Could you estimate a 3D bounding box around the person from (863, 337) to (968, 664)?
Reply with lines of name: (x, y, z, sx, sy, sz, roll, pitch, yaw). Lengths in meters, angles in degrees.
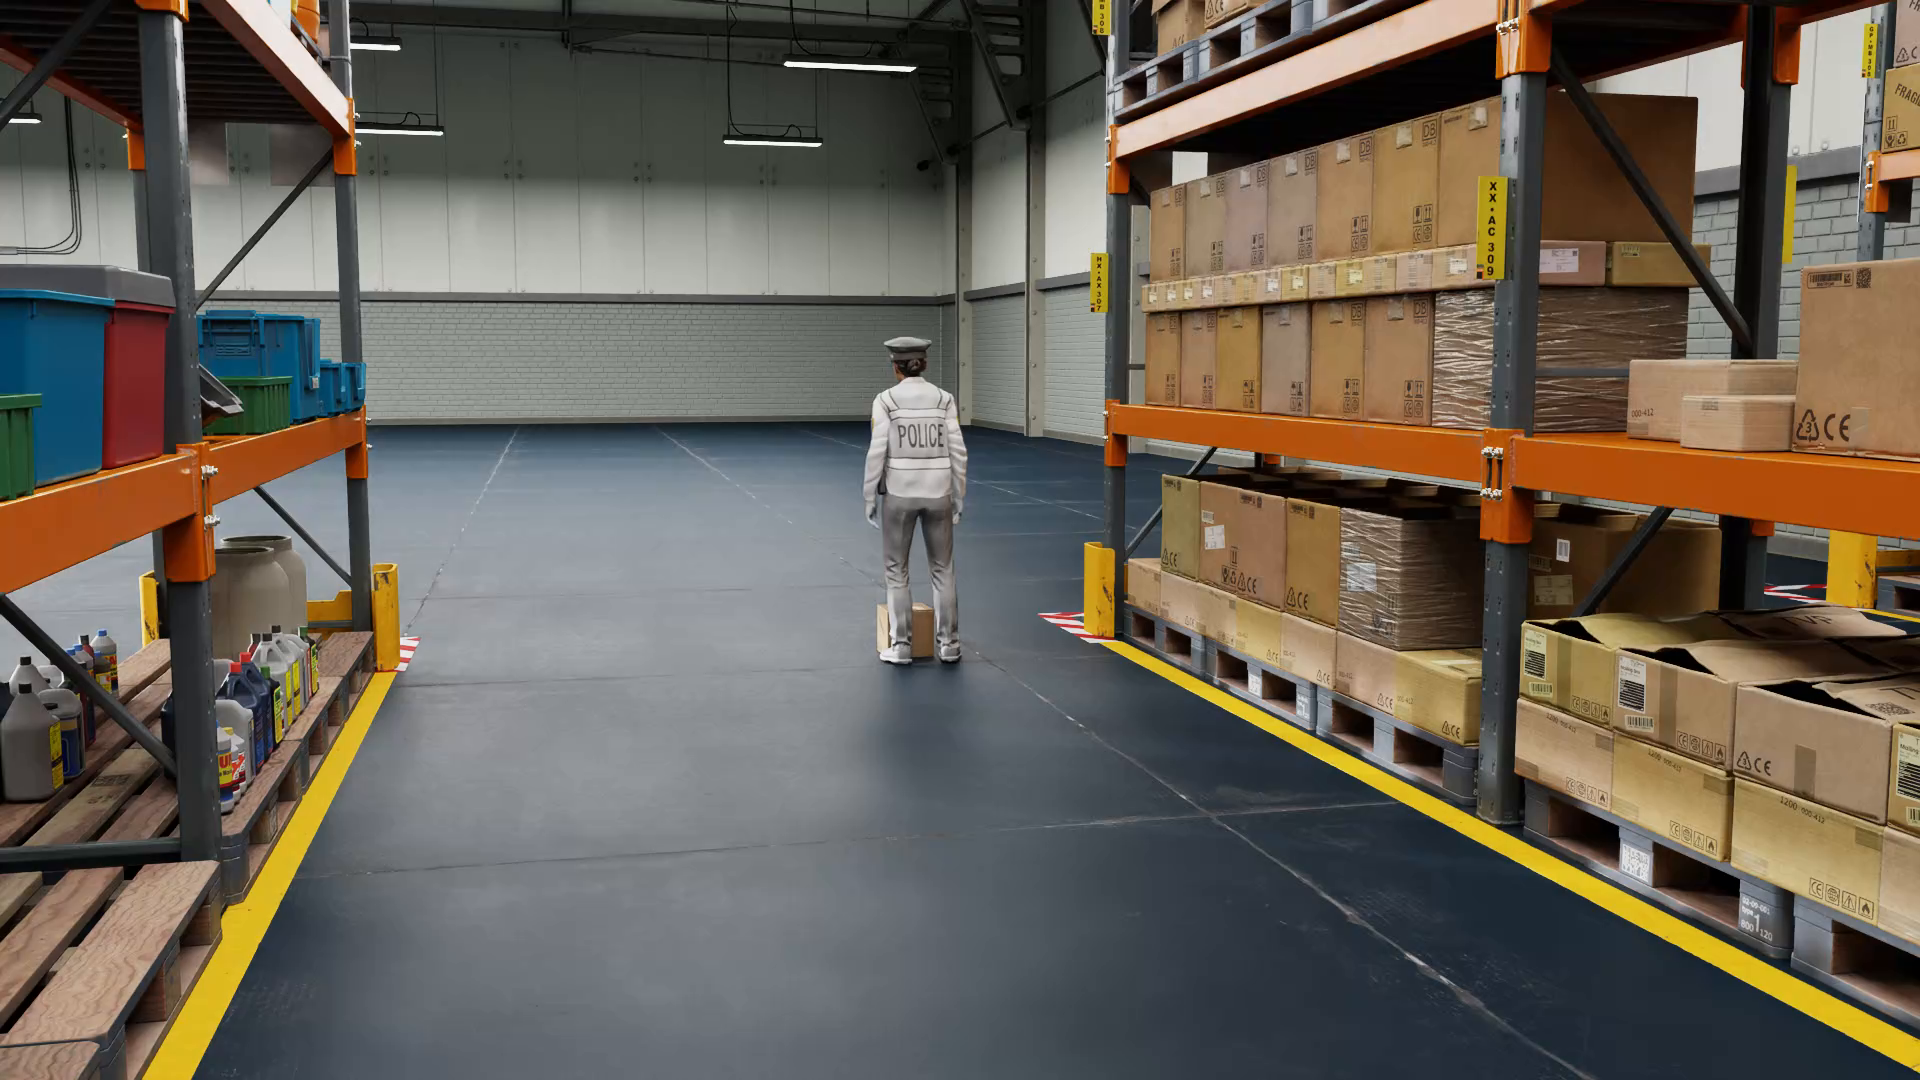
person: (-0.228, -0.199, 8.492, 0.537, 1.662, 0.378, -2, 6, -15)
